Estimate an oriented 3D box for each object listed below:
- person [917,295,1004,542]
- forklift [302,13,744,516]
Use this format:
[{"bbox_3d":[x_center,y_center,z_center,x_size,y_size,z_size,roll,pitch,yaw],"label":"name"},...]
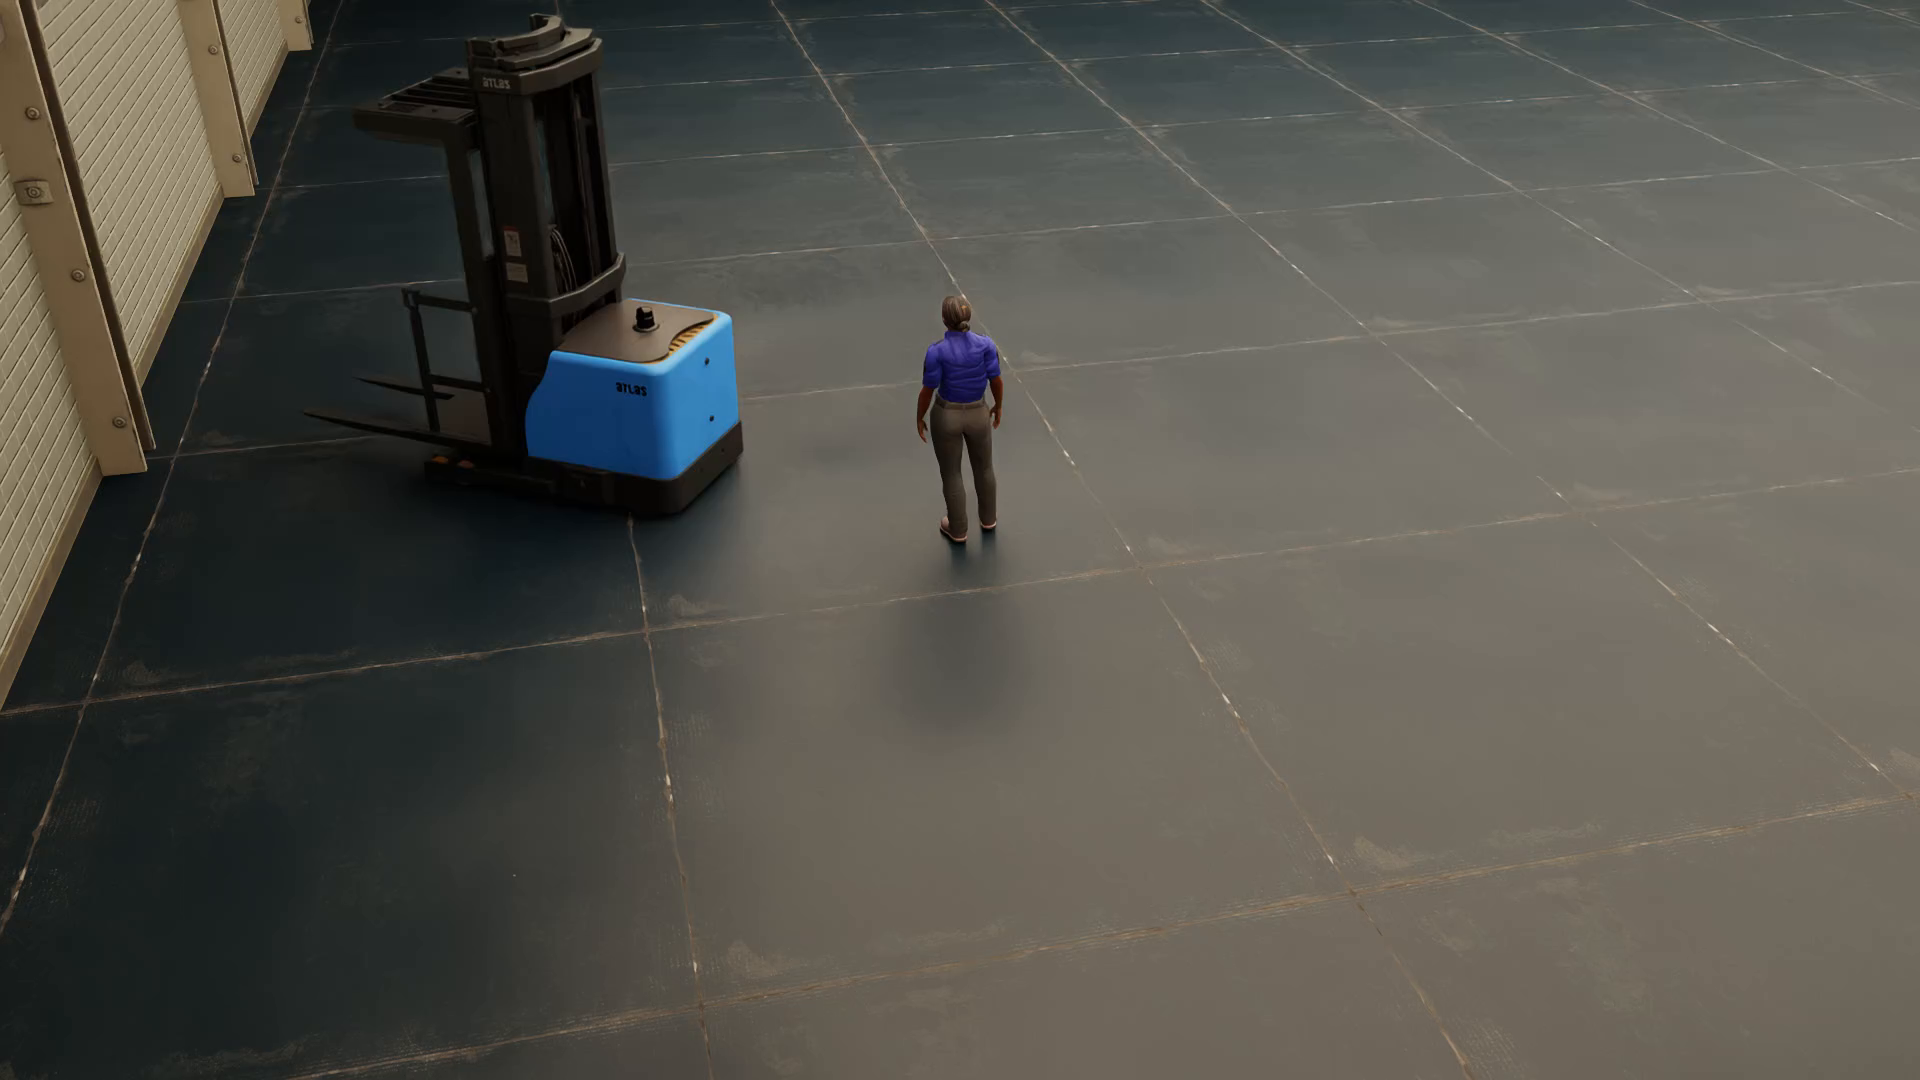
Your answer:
[{"bbox_3d":[-0.001,-0.768,10.160,0.569,1.655,0.504,-7,31,-12],"label":"person"},{"bbox_3d":[-3.059,-1.866,10.799,3.031,2.935,1.130,10,32,17],"label":"forklift"}]
